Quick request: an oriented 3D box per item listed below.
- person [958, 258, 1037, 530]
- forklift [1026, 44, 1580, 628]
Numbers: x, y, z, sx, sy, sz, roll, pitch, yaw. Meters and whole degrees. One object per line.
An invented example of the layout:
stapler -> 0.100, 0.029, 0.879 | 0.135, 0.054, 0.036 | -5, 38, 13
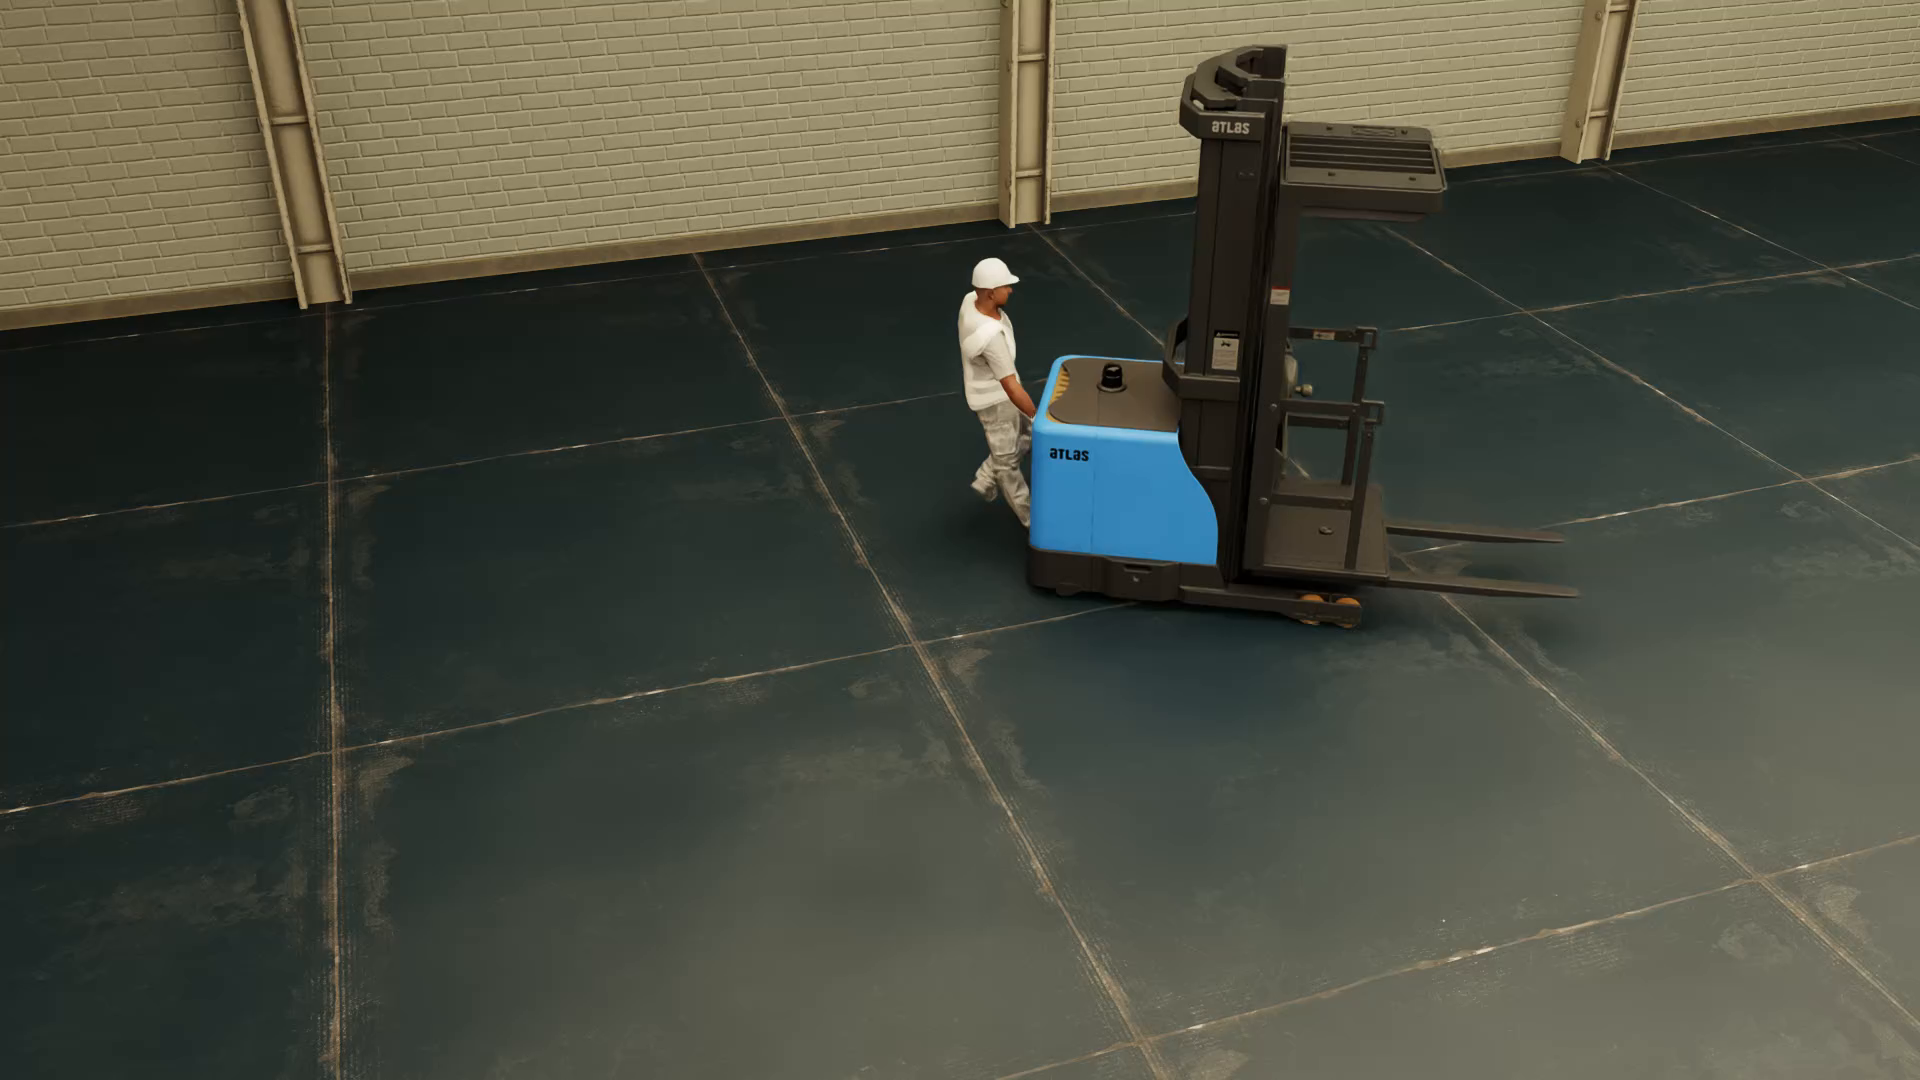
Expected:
person -> 0.373, -0.866, 9.838 | 0.754, 1.680, 0.753 | -1, 30, -1
forklift -> 1.947, -1.072, 8.949 | 3.031, 2.935, 1.130 | 5, 30, 9
